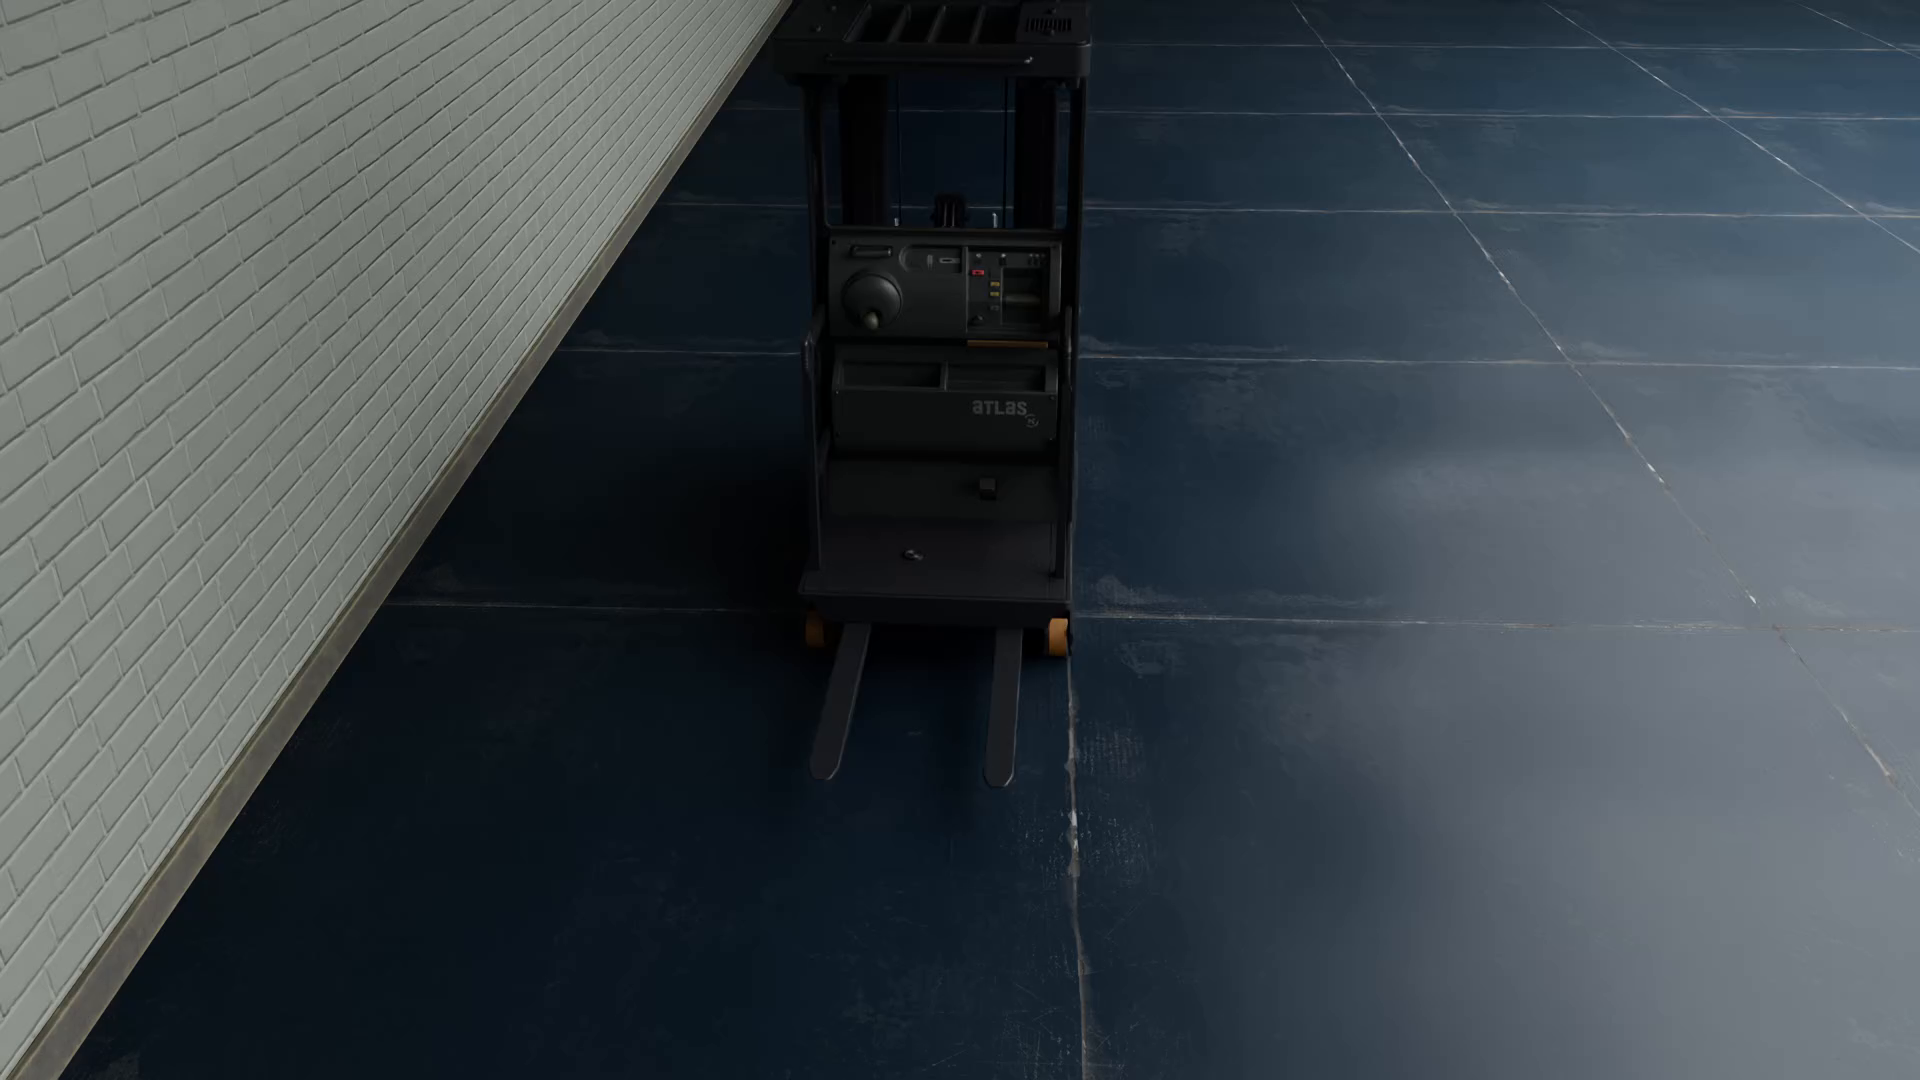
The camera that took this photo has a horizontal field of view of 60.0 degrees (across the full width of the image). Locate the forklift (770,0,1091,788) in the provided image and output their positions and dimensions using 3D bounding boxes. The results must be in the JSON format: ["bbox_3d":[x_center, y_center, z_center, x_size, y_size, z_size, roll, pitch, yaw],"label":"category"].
[{"bbox_3d":[-0.074,-0.972,6.455,1.130,2.935,3.031,2,28,3],"label":"forklift"}]

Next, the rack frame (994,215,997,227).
[{"bbox_3d":[0.189,-1.022,8.397,0.015,1.200,0.240,-3,28,-6],"label":"rack frame"}]

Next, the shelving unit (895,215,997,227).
[{"bbox_3d":[-0.053,-1.008,8.371,0.503,1.200,0.258,-3,28,-6],"label":"shelving unit"}]

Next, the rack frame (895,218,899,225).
[{"bbox_3d":[-0.296,-0.994,8.344,0.015,1.200,0.240,-3,28,-6],"label":"rack frame"}]
